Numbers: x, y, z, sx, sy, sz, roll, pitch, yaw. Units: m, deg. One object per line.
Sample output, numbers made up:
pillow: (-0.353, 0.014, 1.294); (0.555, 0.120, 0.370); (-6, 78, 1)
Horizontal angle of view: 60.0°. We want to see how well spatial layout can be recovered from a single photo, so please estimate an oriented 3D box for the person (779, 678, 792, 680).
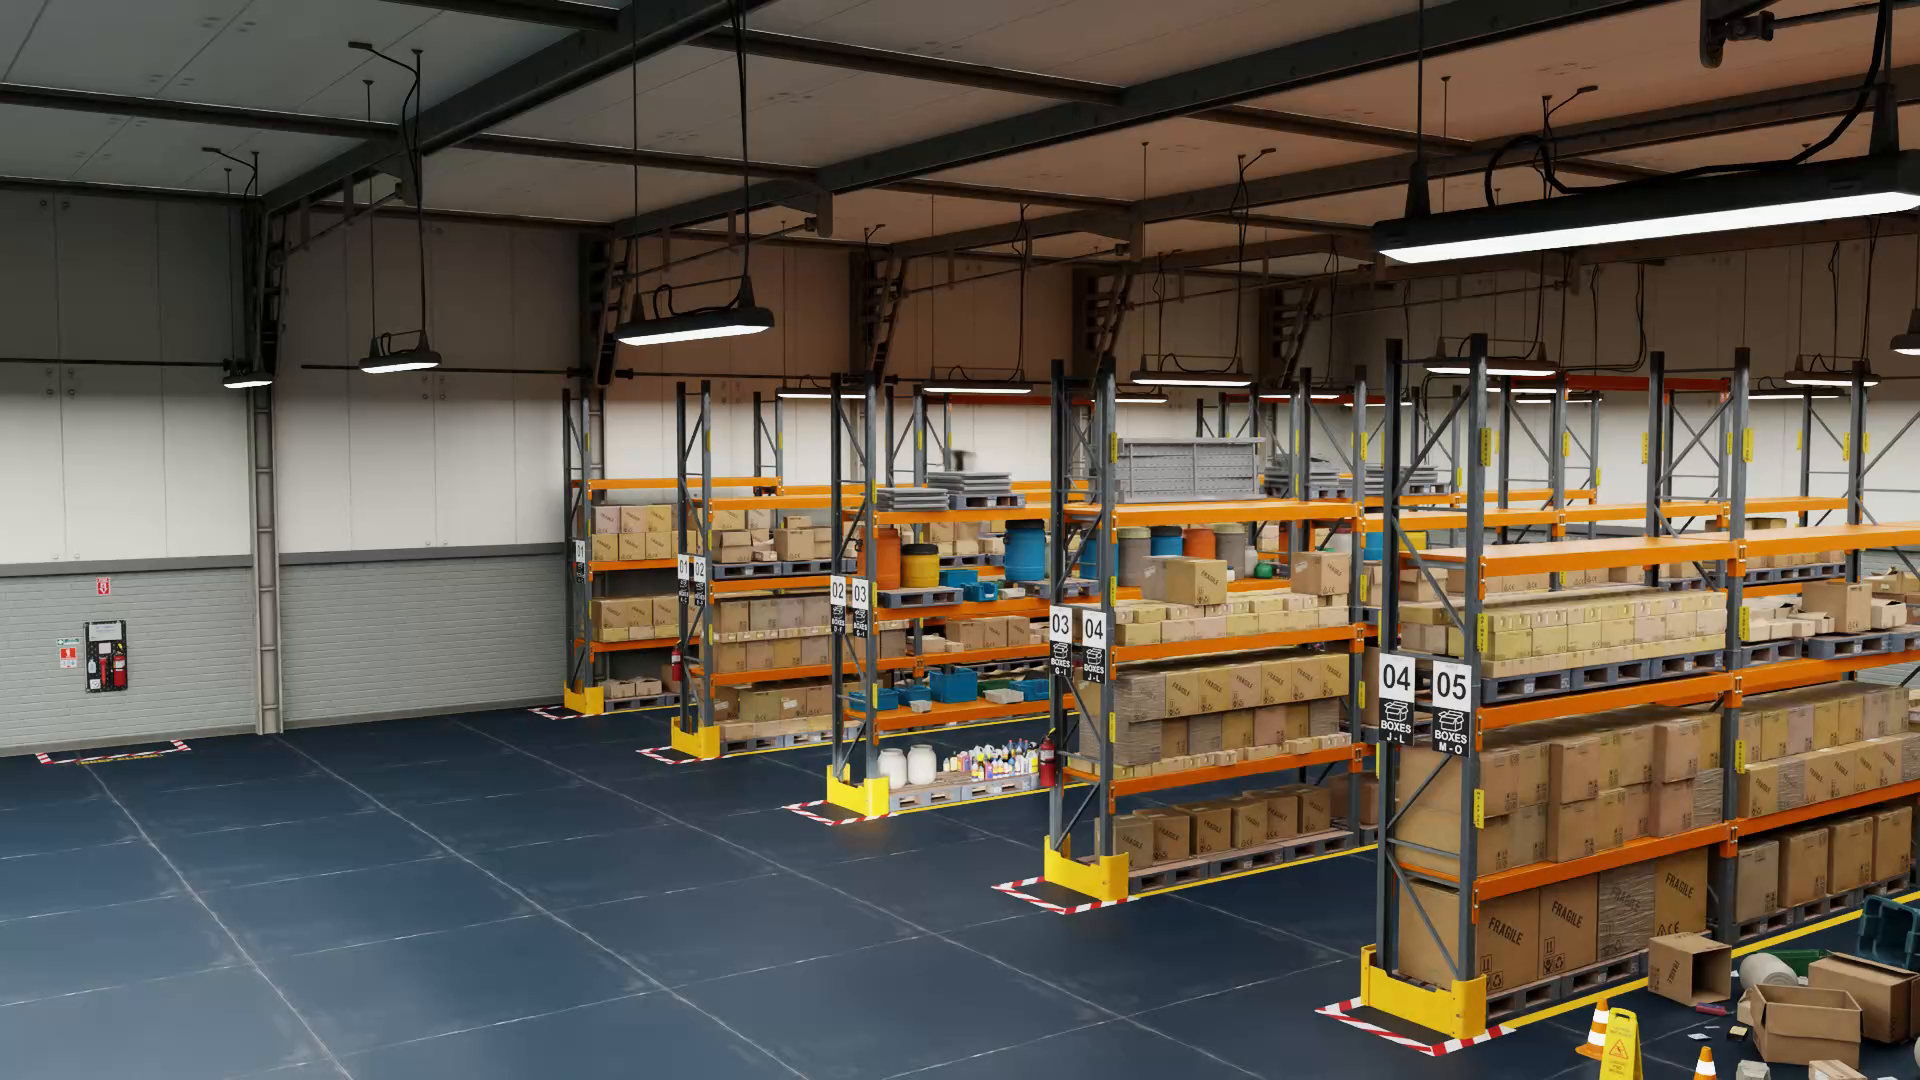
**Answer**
person: (-3.184, 2.444, 30.639); (0.635, 1.643, 0.816); (0, 4, 5)
